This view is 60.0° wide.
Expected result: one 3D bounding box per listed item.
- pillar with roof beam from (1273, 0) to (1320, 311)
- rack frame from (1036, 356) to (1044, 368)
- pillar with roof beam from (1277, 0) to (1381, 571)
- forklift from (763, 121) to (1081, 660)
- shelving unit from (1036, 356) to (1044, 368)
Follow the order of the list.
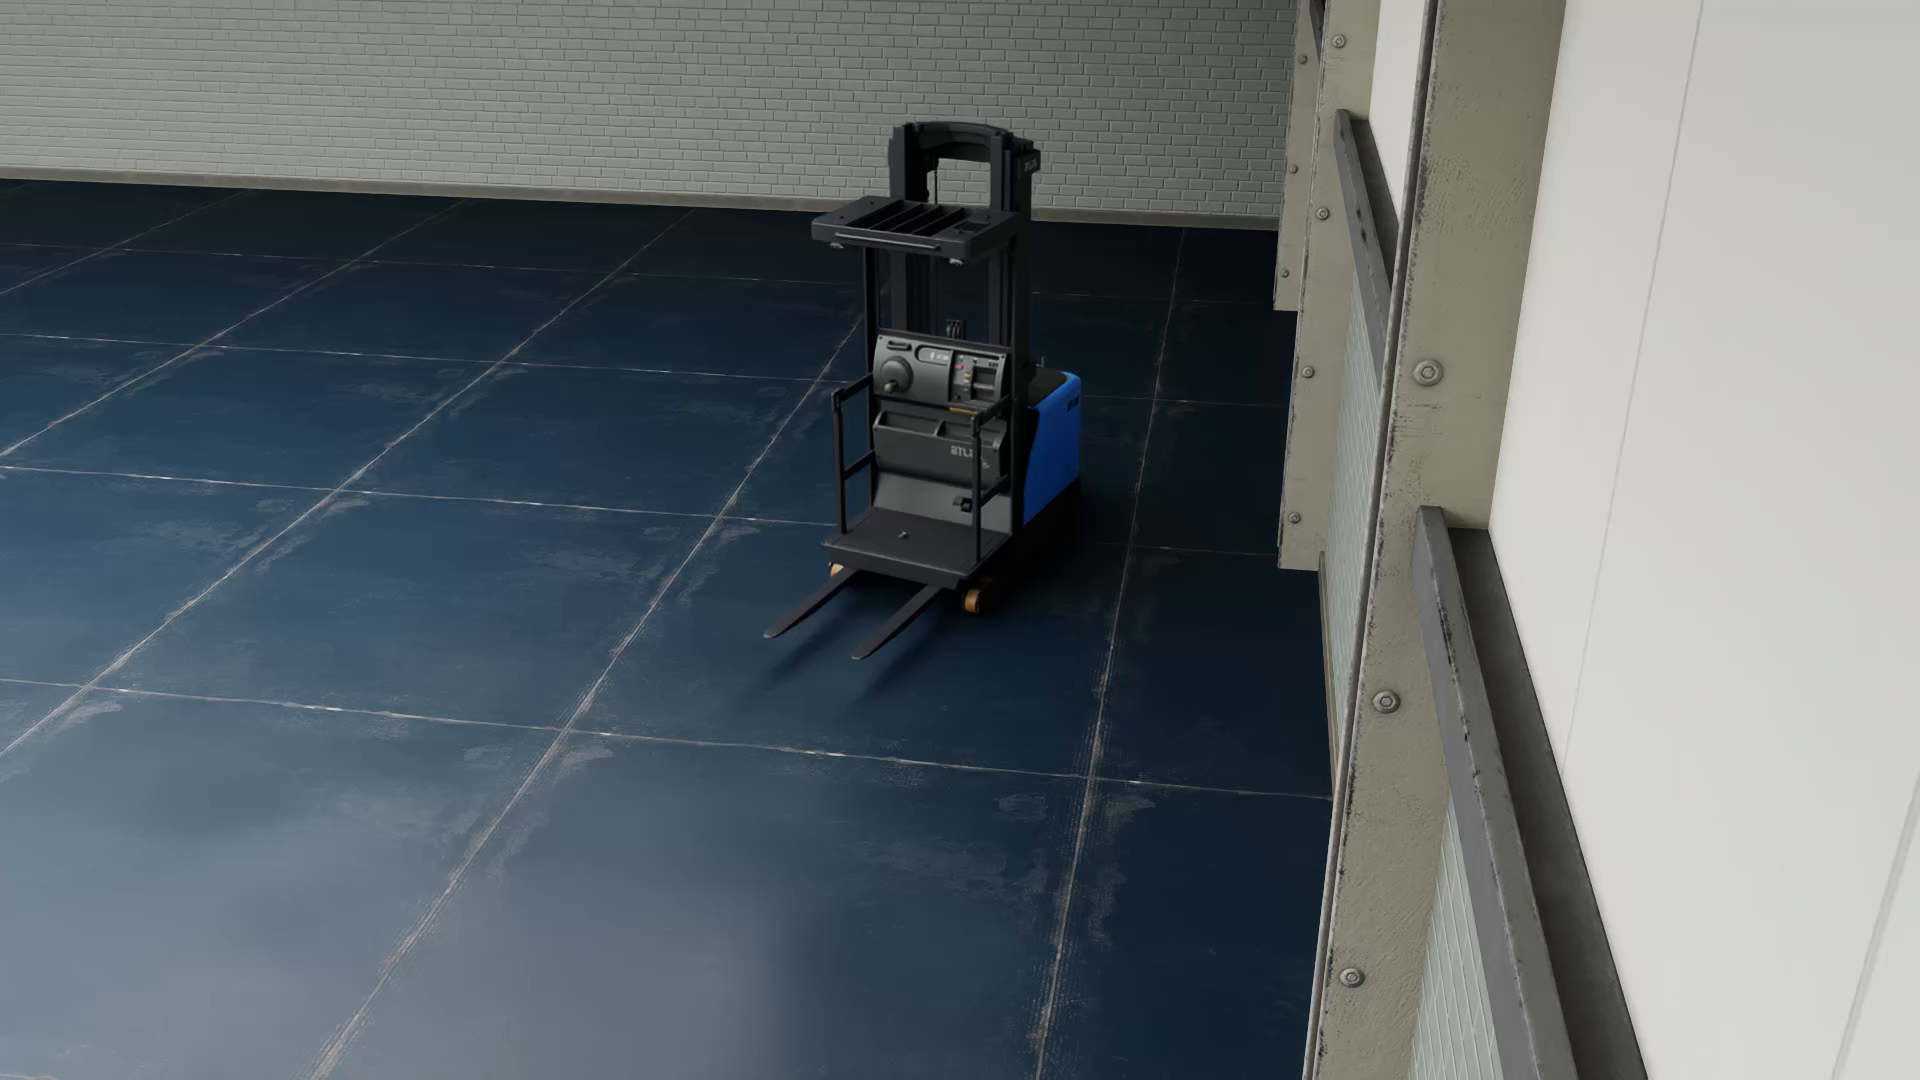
[{"bbox_3d":[-0.907,-6.764,15.630,9.100,9.000,0.400,4,25,9],"label":"pillar with roof beam"},{"bbox_3d":[0.528,-0.888,12.454,0.200,1.050,0.008,12,27,23],"label":"rack frame"},{"bbox_3d":[-1.887,-4.255,10.269,9.100,9.000,0.400,4,25,9],"label":"pillar with roof beam"},{"bbox_3d":[-0.226,-1.062,10.605,1.130,2.935,3.031,12,28,23],"label":"forklift"},{"bbox_3d":[0.474,-0.842,12.354,0.215,1.050,0.252,12,27,23],"label":"shelving unit"}]
